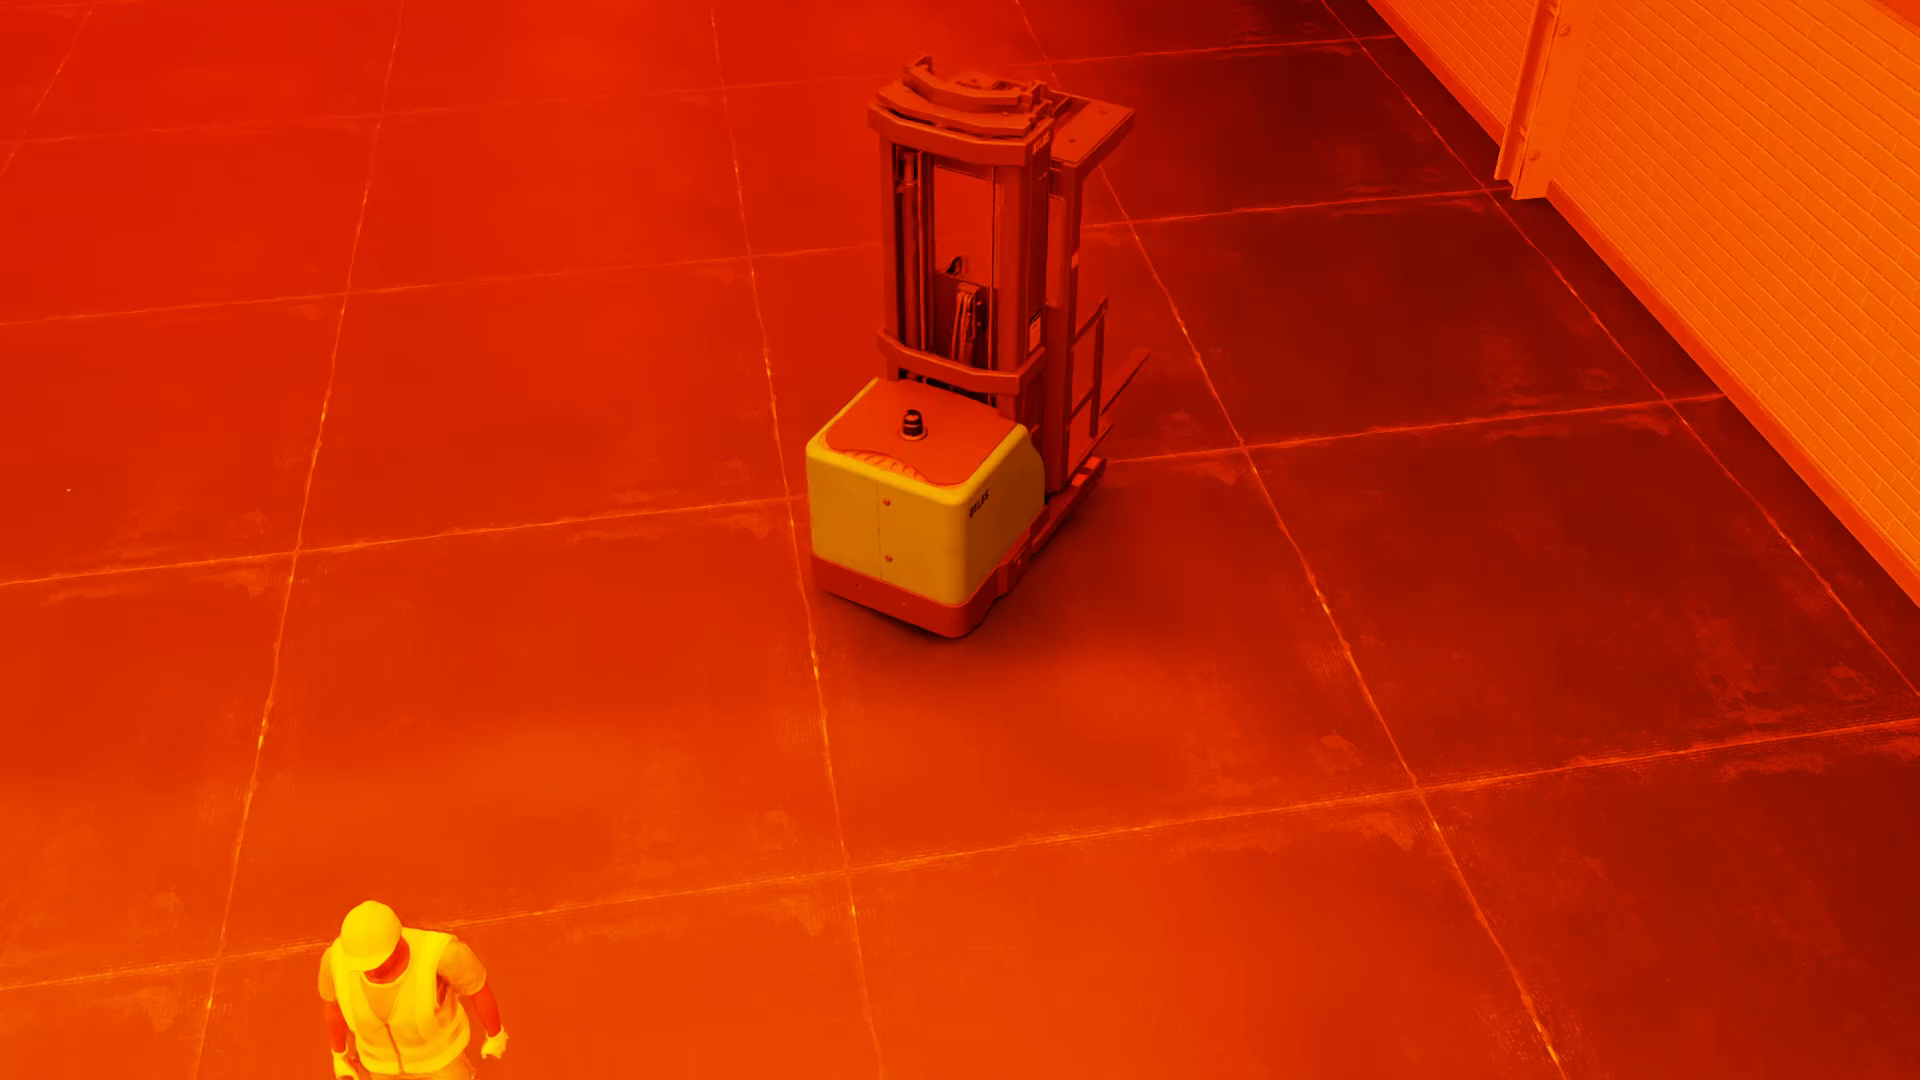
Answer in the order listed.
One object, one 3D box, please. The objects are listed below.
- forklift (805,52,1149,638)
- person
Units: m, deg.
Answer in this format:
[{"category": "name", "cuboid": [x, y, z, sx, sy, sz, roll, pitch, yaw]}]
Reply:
[{"category": "forklift", "cuboid": [0.277, -1.503, 9.726, 1.130, 2.935, 3.031, 20, 44, 22]}, {"category": "person", "cuboid": [-2.126, 2.039, 6.511, 0.659, 1.827, 0.503, 0, 40, 0]}]
